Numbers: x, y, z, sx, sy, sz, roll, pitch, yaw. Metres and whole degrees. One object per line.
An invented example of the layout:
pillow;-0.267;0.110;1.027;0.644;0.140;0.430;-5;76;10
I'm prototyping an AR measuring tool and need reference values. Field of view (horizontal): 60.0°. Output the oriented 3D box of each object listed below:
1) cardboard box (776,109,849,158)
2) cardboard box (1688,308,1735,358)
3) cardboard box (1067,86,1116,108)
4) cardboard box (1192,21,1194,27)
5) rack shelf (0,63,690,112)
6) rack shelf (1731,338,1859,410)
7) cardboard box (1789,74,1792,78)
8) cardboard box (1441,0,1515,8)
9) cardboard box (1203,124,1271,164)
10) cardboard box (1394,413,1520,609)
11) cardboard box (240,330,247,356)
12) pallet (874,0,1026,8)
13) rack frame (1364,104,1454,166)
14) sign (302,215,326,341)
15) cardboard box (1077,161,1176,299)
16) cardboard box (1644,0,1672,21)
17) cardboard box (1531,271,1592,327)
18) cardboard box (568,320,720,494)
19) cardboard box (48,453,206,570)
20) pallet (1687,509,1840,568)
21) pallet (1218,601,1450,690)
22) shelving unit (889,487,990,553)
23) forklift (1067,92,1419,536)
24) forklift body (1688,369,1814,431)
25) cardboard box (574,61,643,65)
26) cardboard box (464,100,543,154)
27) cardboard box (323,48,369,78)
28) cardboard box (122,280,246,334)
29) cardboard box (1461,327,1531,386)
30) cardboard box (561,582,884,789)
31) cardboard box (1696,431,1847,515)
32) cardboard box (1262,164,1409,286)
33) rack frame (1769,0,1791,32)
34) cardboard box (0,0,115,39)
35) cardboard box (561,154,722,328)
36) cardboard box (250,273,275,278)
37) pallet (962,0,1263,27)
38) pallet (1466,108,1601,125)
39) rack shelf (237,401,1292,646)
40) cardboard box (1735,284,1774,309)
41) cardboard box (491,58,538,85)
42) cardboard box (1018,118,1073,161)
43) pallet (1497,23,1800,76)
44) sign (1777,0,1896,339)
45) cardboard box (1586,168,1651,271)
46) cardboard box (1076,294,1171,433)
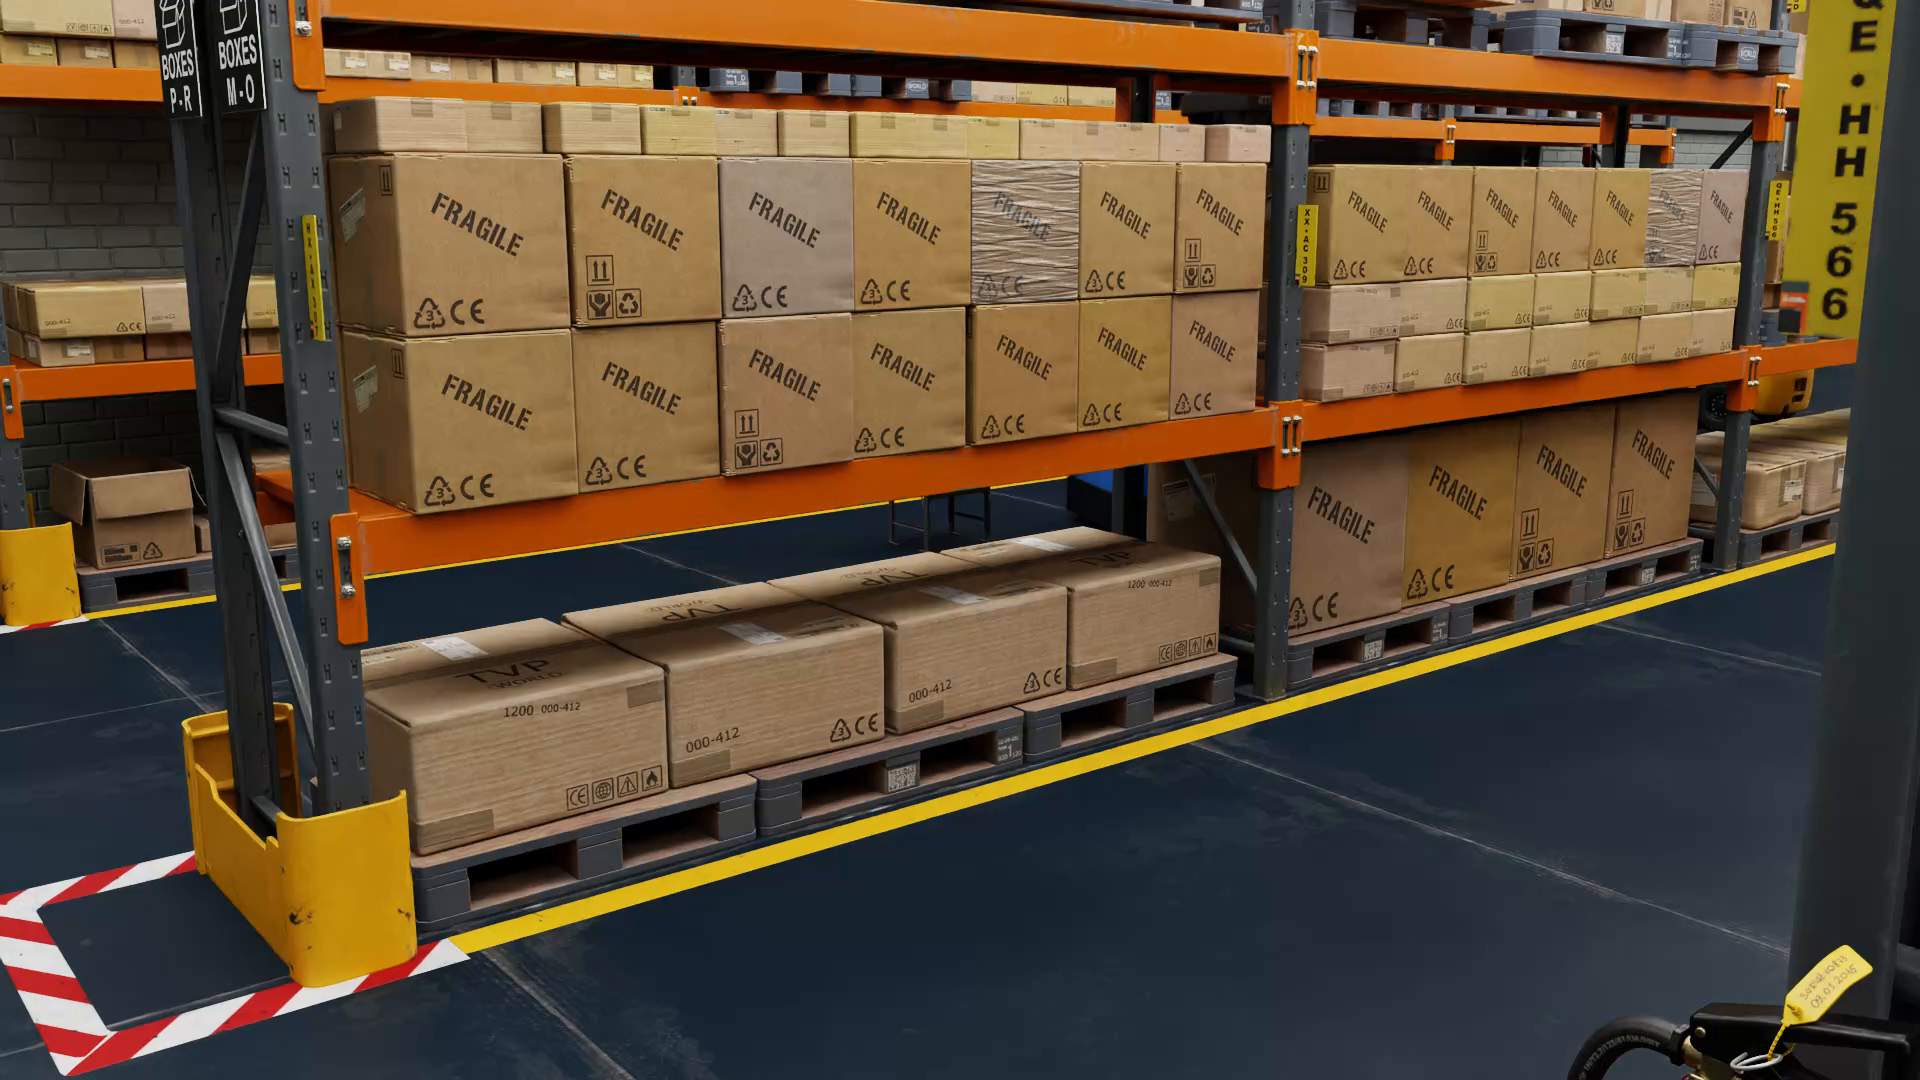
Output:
cardboard box;-0.575;-1.342;5.518;0.250;0.149;0.380;-9;15;-37
cardboard box;3.967;-1.177;9.309;0.500;0.250;0.500;-10;16;-40
cardboard box;0.847;-3.450;12.795;0.500;0.250;0.500;-10;16;-40
cardboard box;1.814;-3.987;13.471;0.500;0.500;0.500;-9;15;-37
rack shelf;-3.589;-2.499;9.687;4.000;0.370;1.077;-9;15;-38
rack shelf;5.761;-1.265;11.098;4.000;0.370;1.077;-9;15;-38
cardboard box;4.552;-2.715;9.578;0.250;0.149;0.380;-9;15;-38
cardboard box;2.283;-2.504;7.532;0.250;0.166;0.380;-11;16;-41
cardboard box;1.034;-1.602;6.744;0.250;0.149;0.380;-10;15;-39
cardboard box;2.211;-0.217;8.532;0.875;0.875;0.875;-9;15;-36
cardboard box;-4.134;-1.103;9.204;0.250;0.149;0.380;-9;15;-36
pallet;-0.521;-2.001;5.821;1.213;0.211;1.003;-9;15;-38
rack frame;4.219;-2.681;16.034;0.127;3.000;1.000;-9;15;-38
sign;-1.705;-0.691;4.387;0.005;0.325;0.100;-9;15;-38
cardboard box;0.479;-1.206;6.439;0.500;0.500;0.500;-10;15;-38
cardboard box;3.343;-2.729;8.351;0.258;0.266;0.396;-10;16;-39
cardboard box;2.790;-1.220;8.312;0.500;0.250;0.500;-10;16;-39
cardboard box;-1.116;-0.454;5.306;0.500;0.500;0.500;-10;15;-38
cardboard box;-4.614;-0.172;9.218;0.637;0.503;0.797;-10;16;-40
pallet;4.811;-0.095;10.567;1.213;0.211;1.003;-9;15;-38
pallet;1.632;0.413;8.175;1.213;0.211;1.003;-9;15;-38
shelving unit;-0.129;-1.006;10.310;0.503;2.100;0.431;-9;15;-38
forklift;2.297;-1.582;11.022;3.031;2.935;1.130;-4;13;-18
forklift body;7.002;-2.243;16.015;1.214;2.155;2.313;-9;15;-38
cardboard box;-2.248;-3.079;10.333;0.500;0.250;0.500;-9;15;-37
cardboard box;-1.437;-1.222;4.951;0.250;0.149;0.380;-9;15;-36
cardboard box;-3.499;-2.655;9.296;0.250;0.149;0.380;-9;15;-38
cardboard box;-4.235;-1.277;9.066;0.500;0.250;0.500;-9;15;-37
cardboard box;2.398;-0.911;8.058;0.500;0.250;0.500;-10;15;-38
cardboard box;-0.885;0.506;6.180;0.875;0.438;0.875;-9;15;-36
cardboard box;5.218;-0.446;10.825;0.625;0.372;0.950;-10;15;-39
cardboard box;1.599;-1.387;7.292;0.500;0.500;0.500;-9;15;-37
rack frame;4.200;-4.292;9.178;0.127;3.000;1.000;-9;15;-38
cardboard box;-4.634;-2.677;8.437;0.500;0.250;0.500;-10;15;-38
cardboard box;-1.096;-0.942;5.195;0.500;0.500;0.500;-10;16;-39
cardboard box;-4.165;-1.429;9.783;0.500;0.250;0.500;-9;15;-36
pallet;0.431;-2.158;6.562;1.213;0.211;1.003;-9;15;-38
pallet;5.821;-4.378;17.014;1.213;0.211;1.003;-9;15;-38
rack shelf;-0.486;-0.227;6.209;4.000;0.370;1.077;-9;15;-38
cardboard box;4.569;-1.452;9.840;0.250;0.149;0.380;-11;16;-41
cardboard box;-2.727;-2.797;9.964;0.250;0.149;0.380;-10;15;-38
cardboard box;0.200;-1.481;6.172;0.250;0.149;0.380;-10;15;-38
pallet;3.730;-2.640;9.075;1.003;0.211;1.213;-9;15;-35
sign;0.793;-0.343;1.476;0.005;0.325;0.100;-9;15;-38
cardboard box;3.172;-1.655;8.553;0.500;0.500;0.500;-9;15;-38
cardboard box;0.475;-0.718;6.549;0.500;0.500;0.500;-10;16;-39
